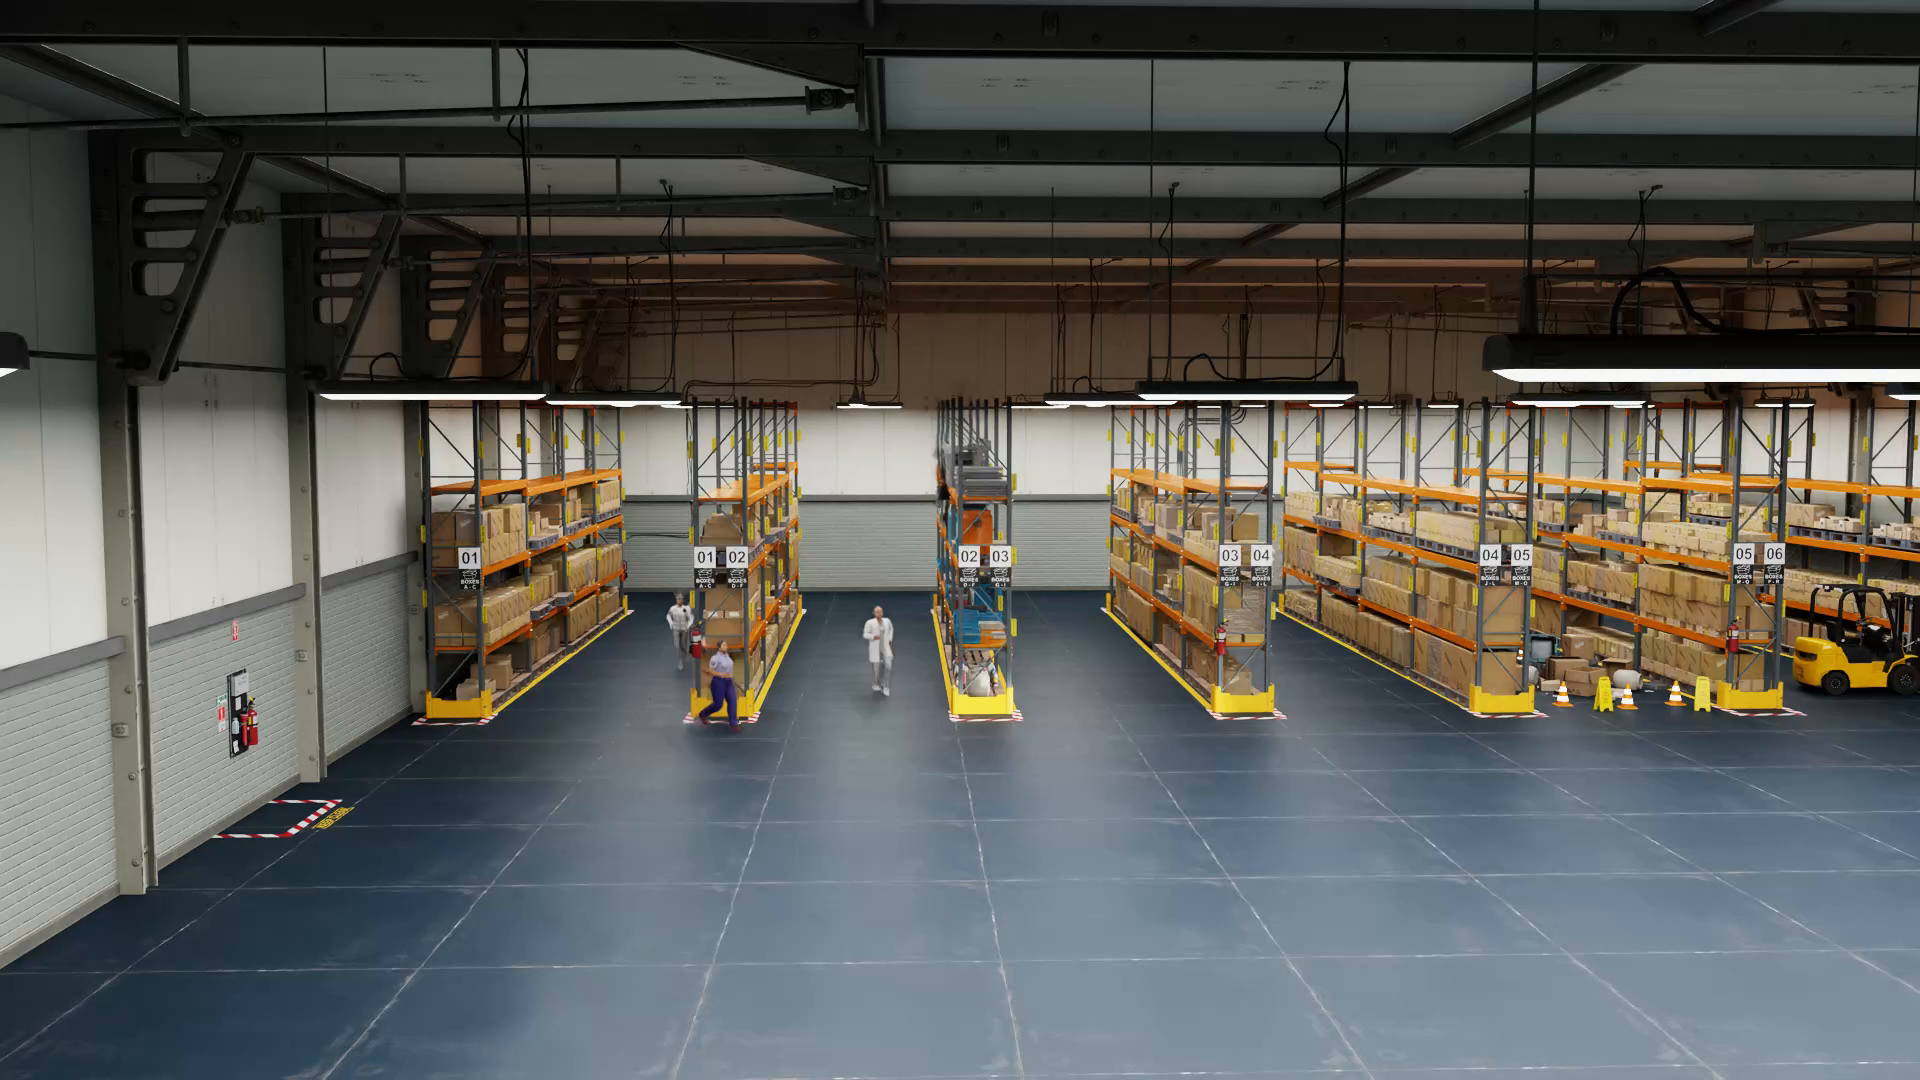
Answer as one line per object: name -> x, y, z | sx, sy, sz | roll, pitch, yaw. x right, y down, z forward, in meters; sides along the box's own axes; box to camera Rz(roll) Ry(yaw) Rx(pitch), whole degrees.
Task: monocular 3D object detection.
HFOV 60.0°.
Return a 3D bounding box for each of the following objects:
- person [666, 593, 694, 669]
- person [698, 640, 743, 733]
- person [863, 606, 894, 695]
person -> -6.276, 2.023, 37.311 | 0.618, 1.684, 0.740 | -1, 4, -7
person -> -4.246, 2.609, 29.746 | 0.859, 1.653, 0.614 | 3, 5, 30
person -> -1.624, 2.250, 33.657 | 0.682, 1.824, 0.812 | -1, 5, -17
